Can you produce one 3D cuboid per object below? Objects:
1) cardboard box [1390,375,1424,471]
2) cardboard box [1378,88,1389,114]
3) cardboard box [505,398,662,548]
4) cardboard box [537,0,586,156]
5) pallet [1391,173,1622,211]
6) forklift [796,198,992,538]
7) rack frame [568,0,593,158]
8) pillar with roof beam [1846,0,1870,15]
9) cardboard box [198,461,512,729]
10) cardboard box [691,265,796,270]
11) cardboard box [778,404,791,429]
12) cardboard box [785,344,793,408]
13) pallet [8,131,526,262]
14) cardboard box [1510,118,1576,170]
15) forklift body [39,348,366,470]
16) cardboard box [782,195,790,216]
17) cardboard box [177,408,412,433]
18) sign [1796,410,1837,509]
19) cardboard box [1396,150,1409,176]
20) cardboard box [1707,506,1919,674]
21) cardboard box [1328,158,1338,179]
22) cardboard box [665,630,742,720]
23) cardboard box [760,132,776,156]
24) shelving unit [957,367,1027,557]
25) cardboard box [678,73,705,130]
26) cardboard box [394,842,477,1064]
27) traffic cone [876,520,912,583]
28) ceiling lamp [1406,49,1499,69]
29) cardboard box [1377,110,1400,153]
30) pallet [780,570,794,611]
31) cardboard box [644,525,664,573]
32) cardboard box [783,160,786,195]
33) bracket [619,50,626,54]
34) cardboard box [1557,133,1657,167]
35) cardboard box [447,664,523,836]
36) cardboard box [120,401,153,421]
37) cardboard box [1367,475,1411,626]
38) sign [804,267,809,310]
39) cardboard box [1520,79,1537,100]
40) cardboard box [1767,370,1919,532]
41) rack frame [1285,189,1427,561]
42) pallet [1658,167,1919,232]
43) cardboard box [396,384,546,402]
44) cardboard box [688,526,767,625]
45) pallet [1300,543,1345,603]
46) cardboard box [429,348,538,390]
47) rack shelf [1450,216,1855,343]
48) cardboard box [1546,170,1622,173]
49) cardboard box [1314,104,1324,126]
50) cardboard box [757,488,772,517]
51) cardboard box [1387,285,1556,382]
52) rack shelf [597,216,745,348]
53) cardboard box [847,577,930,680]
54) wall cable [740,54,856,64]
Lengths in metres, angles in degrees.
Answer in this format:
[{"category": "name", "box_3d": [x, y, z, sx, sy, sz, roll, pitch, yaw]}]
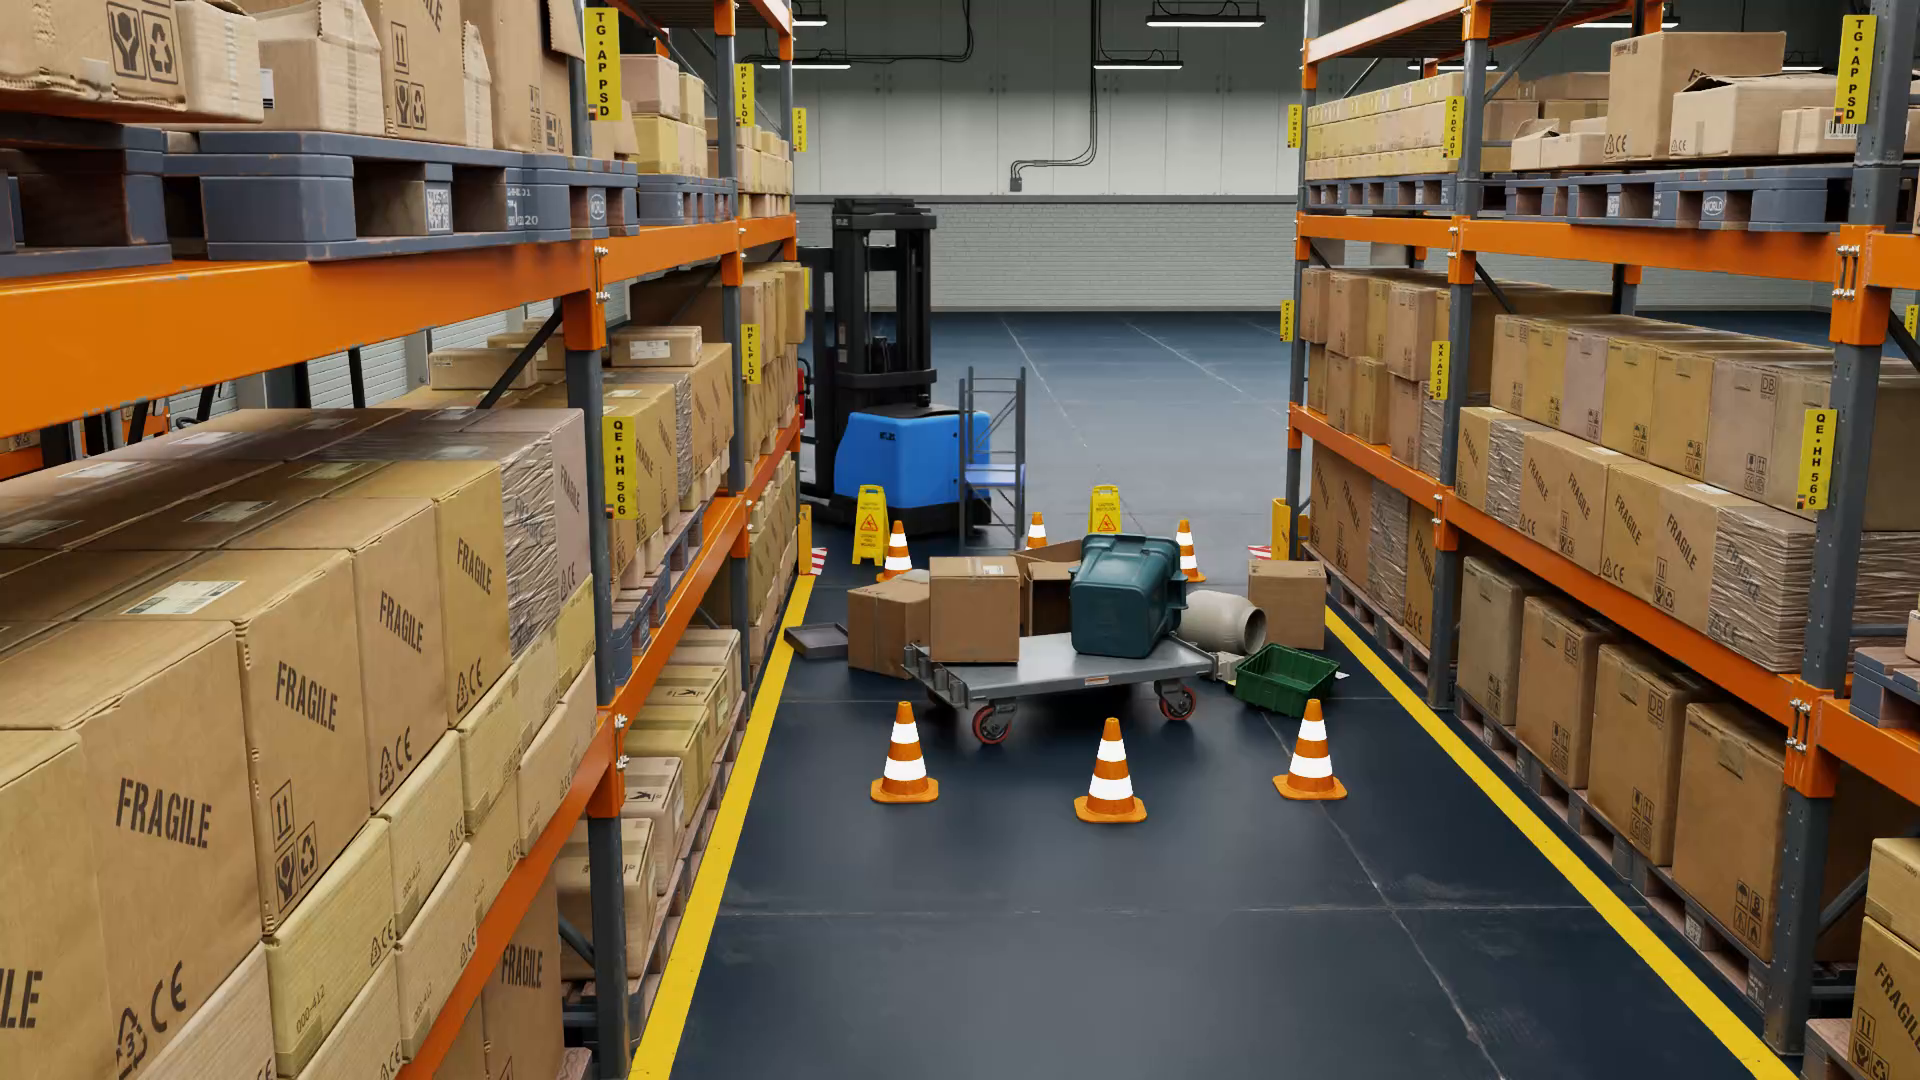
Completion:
[{"category": "cardboard box", "box_3d": [3.191, -0.746, 10.316, 0.875, 0.550, 0.550, 0, 11, -1]}, {"category": "cardboard box", "box_3d": [2.893, -2.805, 10.616, 0.380, 0.149, 0.250, 0, 11, -2]}, {"category": "cardboard box", "box_3d": [-1.416, -0.249, 6.188, 0.500, 0.500, 0.500, 0, 11, 2]}, {"category": "cardboard box", "box_3d": [-1.461, -1.307, 4.596, 0.797, 0.503, 0.637, -1, 12, -5]}, {"category": "pallet", "box_3d": [3.238, -2.080, 9.944, 1.003, 0.211, 1.213, 0, 11, -1]}, {"category": "forklift", "box_3d": [-1.029, -1.692, 15.528, 1.130, 2.935, 3.031, -9, 15, -38]}, {"category": "rack frame", "box_3d": [-1.620, -2.595, 4.716, 1.000, 3.000, 0.127, 0, 11, -1]}, {"category": "pillar with roof beam", "box_3d": [18.935, -10.097, 41.696, 9.100, 9.000, 0.548, 0, 11, -1]}, {"category": "cardboard box", "box_3d": [-1.325, 0.109, 3.713, 0.500, 0.500, 0.500, 0, 11, -1]}, {"category": "cardboard box", "box_3d": [-1.553, -1.729, 12.020, 0.700, 0.500, 0.500, 0, 11, -1]}, {"category": "cardboard box", "box_3d": [-1.428, -0.896, 12.065, 0.380, 0.149, 0.250, 0, 11, 0]}, {"category": "cardboard box", "box_3d": [-1.493, -1.233, 12.095, 0.500, 0.500, 0.500, 0, 11, -1]}, {"category": "pallet", "box_3d": [-1.527, -0.682, 3.308, 1.003, 0.211, 1.213, 0, 11, 1]}, {"category": "cardboard box", "box_3d": [3.007, -2.028, 8.498, 0.258, 0.266, 0.396, 0, 11, -2]}, {"category": "forklift body", "box_3d": [-4.885, -0.438, 11.311, 2.313, 2.155, 1.214, 0, 11, -1]}, {"category": "cardboard box", "box_3d": [-1.460, -2.473, 12.291, 0.380, 0.149, 0.250, 0, 11, -1]}, {"category": "cardboard box", "box_3d": [-1.854, -0.095, 4.715, 0.500, 0.500, 0.500, -1, 11, -3]}, {"category": "sign", "box_3d": [2.772, -0.260, 5.383, 0.100, 0.325, 0.005, 0, 11, -1]}, {"category": "cardboard box", "box_3d": [2.900, -2.315, 10.207, 0.380, 0.149, 0.250, 0, 11, -1]}, {"category": "cardboard box", "box_3d": [3.049, 0.167, 5.938, 0.500, 0.500, 0.500, 0, 11, -1]}, {"category": "cardboard box", "box_3d": [2.865, -2.667, 11.940, 0.380, 0.149, 0.250, 0, 11, -1]}, {"category": "cardboard box", "box_3d": [-1.689, 0.736, 8.938, 0.950, 0.372, 0.625, 0, 11, 0]}, {"category": "cardboard box", "box_3d": [-1.418, -2.612, 10.972, 0.380, 0.149, 0.250, 0, 11, 0]}, {"category": "shelving unit", "box_3d": [0.283, -0.664, 14.061, 0.538, 1.500, 1.048, 1, 11, 4]}, {"category": "cardboard box", "box_3d": [-1.563, -2.183, 8.292, 0.500, 0.250, 0.500, 0, 11, 0]}, {"category": "cardboard box", "box_3d": [-1.290, 0.821, 3.344, 0.500, 0.250, 0.500, 0, 11, -2]}, {"category": "traffic cone", "box_3d": [-0.487, 0.078, 13.009, 0.336, 0.463, 0.334, 0, 11, -1]}, {"category": "ceiling lamp", "box_3d": [11.021, -12.157, 37.167, 2.000, 3.185, 0.800, 0, 11, -1]}, {"category": "cardboard box", "box_3d": [2.959, -2.584, 10.529, 0.500, 0.250, 0.500, 0, 11, -2]}, {"category": "pallet", "box_3d": [-1.802, 0.298, 12.558, 1.003, 0.211, 1.213, 0, 11, -1]}, {"category": "cardboard box", "box_3d": [-1.358, 0.032, 6.435, 0.380, 0.149, 0.250, 0, 11, -1]}, {"category": "cardboard box", "box_3d": [-1.509, -2.587, 11.849, 0.500, 0.250, 0.500, 0, 11, -2]}, {"category": "bracket", "box_3d": [-7.838, -11.156, 37.863, 0.076, 0.066, 4.783, 0, 11, -1]}, {"category": "cardboard box", "box_3d": [3.013, -1.812, 7.728, 0.380, 0.149, 0.250, 0, 11, -1]}, {"category": "cardboard box", "box_3d": [-1.311, 0.473, 3.805, 0.500, 0.250, 0.500, -1, 11, -3]}, {"category": "cardboard box", "box_3d": [-6.475, -1.176, 12.561, 0.500, 0.500, 0.500, 0, 11, -2]}, {"category": "cardboard box", "box_3d": [3.279, 0.041, 11.102, 0.875, 0.875, 0.875, 0, 11, -1]}, {"category": "sign", "box_3d": [-1.230, -1.966, 12.997, 0.100, 0.325, 0.005, 0, 11, -1]}, {"category": "cardboard box", "box_3d": [3.565, -2.658, 9.889, 0.380, 0.149, 0.250, 0, 11, -2]}, {"category": "cardboard box", "box_3d": [3.328, -0.323, 5.843, 0.700, 0.500, 0.500, 0, 11, -1]}, {"category": "rack frame", "box_3d": [3.162, -1.285, 13.351, 1.000, 3.000, 0.127, 0, 11, -1]}, {"category": "pallet", "box_3d": [3.261, -1.200, 5.862, 1.213, 0.211, 1.003, 0, 11, 1]}, {"category": "cardboard box", "box_3d": [-1.940, -0.348, 6.672, 0.500, 0.500, 0.500, -1, 12, -5]}, {"category": "cardboard box", "box_3d": [-1.445, 0.206, 9.973, 0.500, 0.500, 0.500, 0, 11, 2]}, {"category": "pallet", "box_3d": [3.256, 0.240, 12.846, 1.003, 0.211, 1.213, 0, 11, -1]}, {"category": "cardboard box", "box_3d": [-1.936, -0.697, 6.764, 0.380, 0.149, 0.250, -1, 11, -4]}, {"category": "rack shelf", "box_3d": [3.286, -1.210, 7.245, 1.077, 0.370, 4.000, 0, 11, -1]}, {"category": "cardboard box", "box_3d": [3.577, -2.166, 9.470, 0.380, 0.149, 0.250, 0, 11, -2]}, {"category": "cardboard box", "box_3d": [2.855, -3.160, 12.367, 0.380, 0.149, 0.250, 0, 11, -1]}, {"category": "cardboard box", "box_3d": [-1.400, -0.239, 10.536, 0.380, 0.149, 0.250, 0, 11, 1]}, {"category": "cardboard box", "box_3d": [3.144, -1.275, 10.208, 0.875, 0.550, 0.550, 0, 11, -1]}, {"category": "rack shelf", "box_3d": [-1.661, -1.170, 7.046, 1.077, 0.370, 4.000, 0, 11, -1]}, {"category": "cardboard box", "box_3d": [-0.364, 0.555, 10.558, 0.500, 0.500, 0.500, 9, 15, 38]}, {"category": "wall cable", "box_3d": [-4.288, -11.541, 43.920, 3.097, 2.526, 0.112, 0, 11, -1]}]
